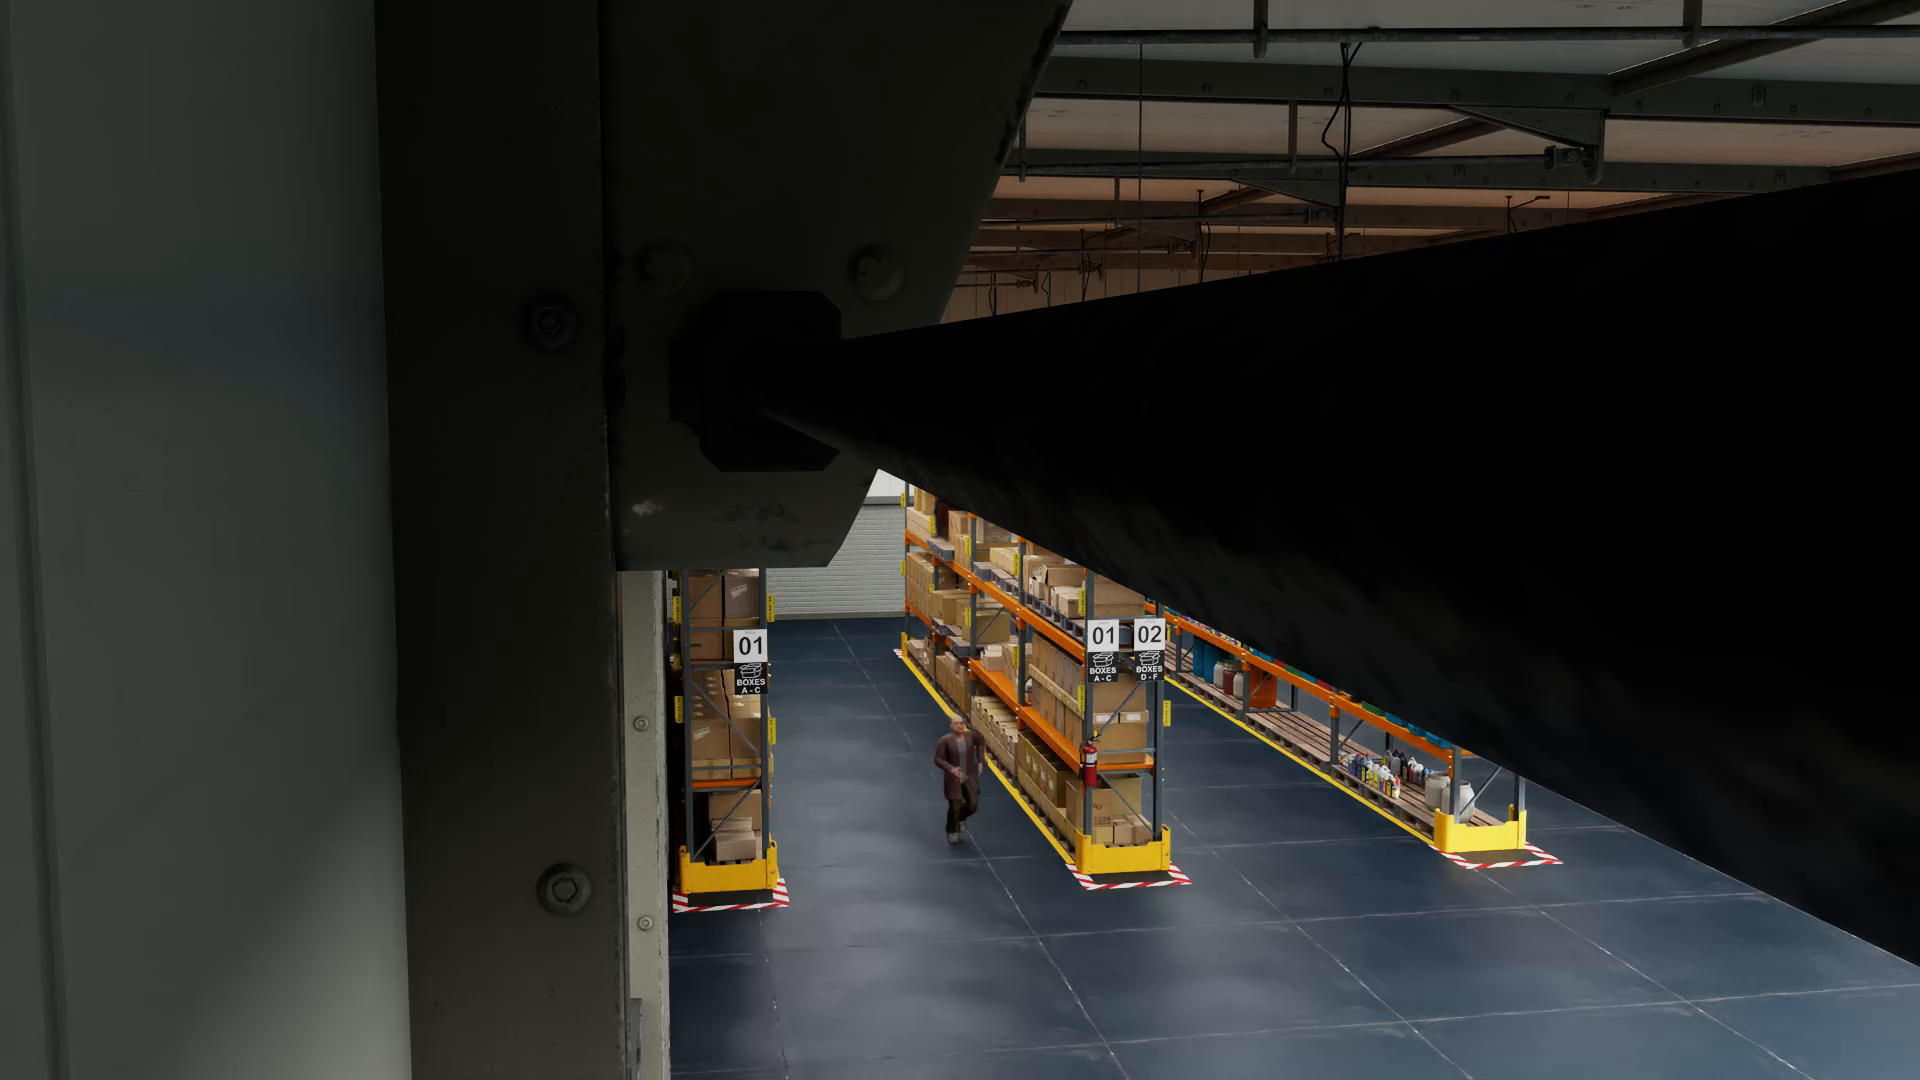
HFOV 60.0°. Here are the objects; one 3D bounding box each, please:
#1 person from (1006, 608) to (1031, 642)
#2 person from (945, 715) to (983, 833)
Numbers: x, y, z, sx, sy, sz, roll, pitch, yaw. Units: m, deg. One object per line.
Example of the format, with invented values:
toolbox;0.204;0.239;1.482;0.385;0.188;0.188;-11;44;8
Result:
person;1.266;1.839;36.123;0.563;1.533;0.763;-2;6;-19
person;0.025;3.144;22.077;0.702;1.663;0.742;-2;6;-15
